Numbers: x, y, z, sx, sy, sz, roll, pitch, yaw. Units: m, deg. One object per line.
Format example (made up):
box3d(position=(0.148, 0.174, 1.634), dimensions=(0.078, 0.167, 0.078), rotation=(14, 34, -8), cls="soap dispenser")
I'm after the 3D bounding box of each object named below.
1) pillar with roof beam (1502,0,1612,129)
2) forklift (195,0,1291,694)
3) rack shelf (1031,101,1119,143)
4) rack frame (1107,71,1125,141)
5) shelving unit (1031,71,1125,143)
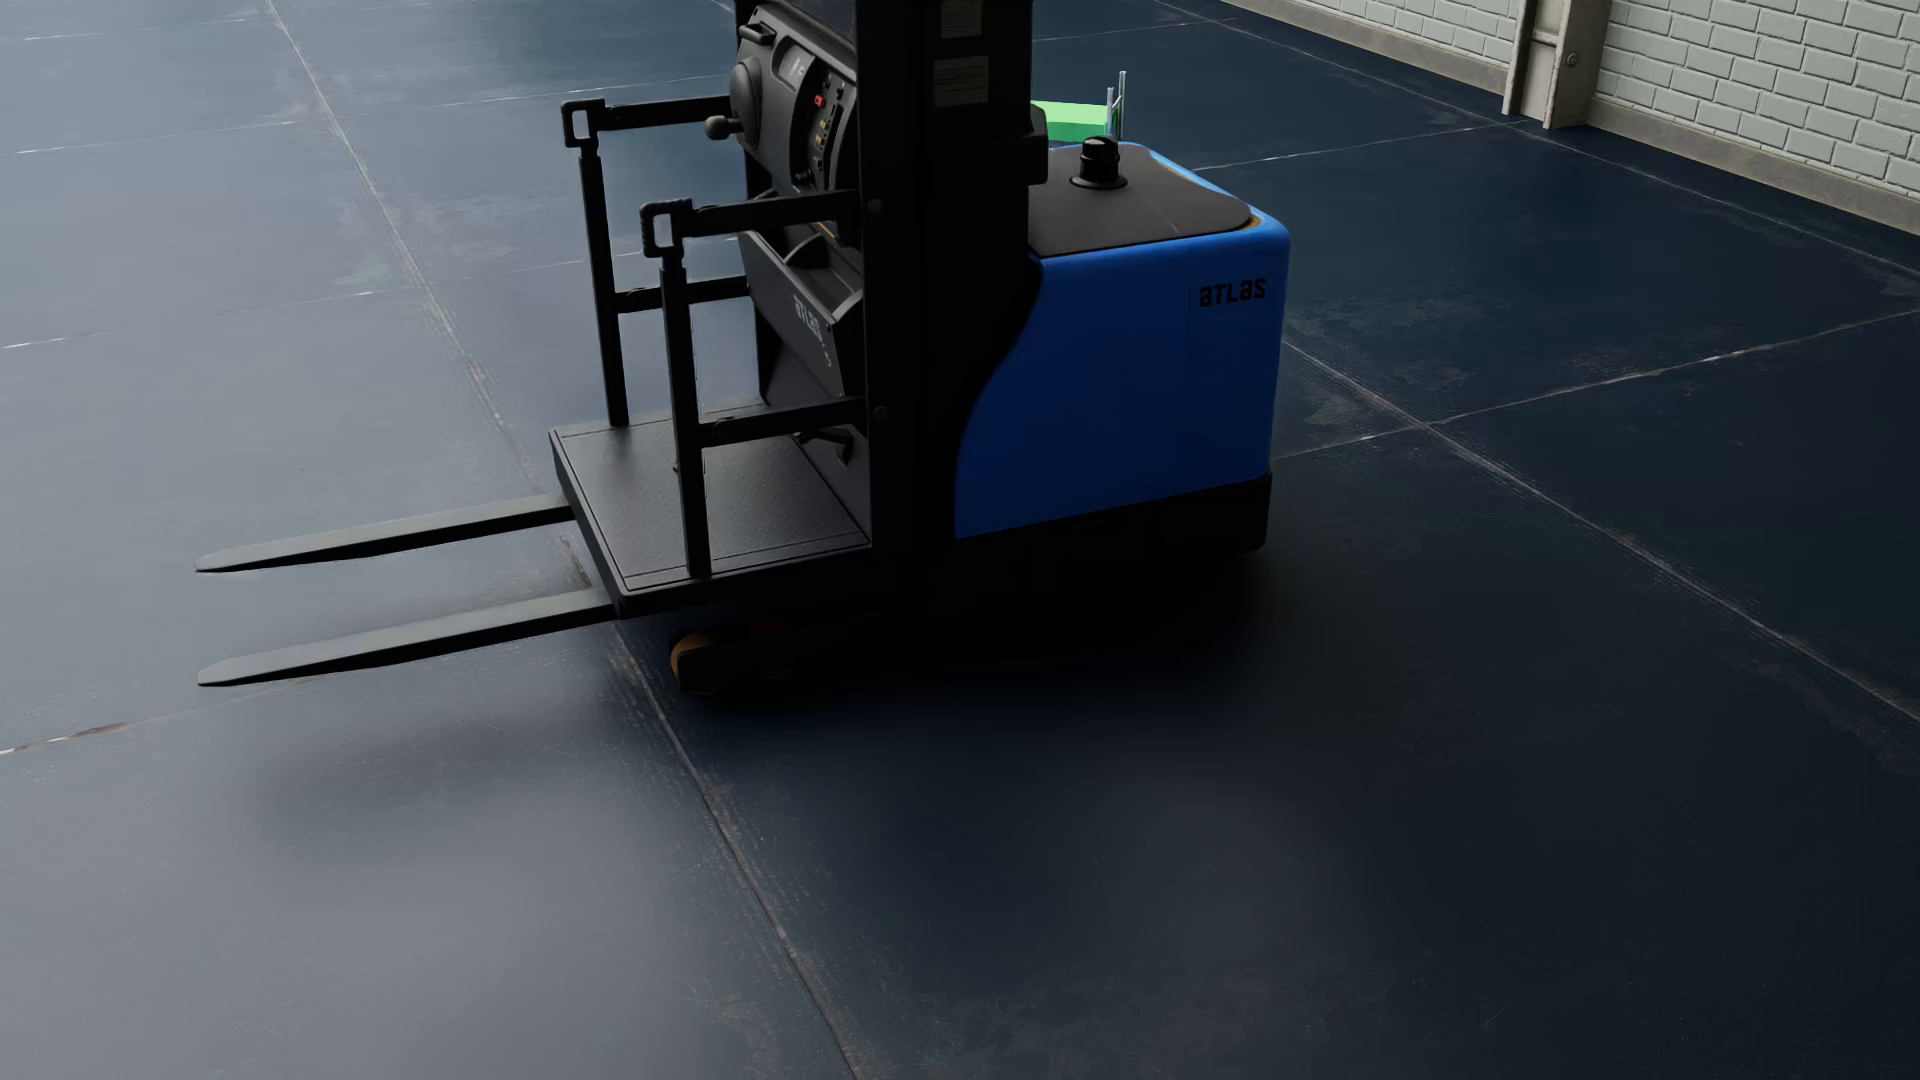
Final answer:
box3d(position=(-0.511, -5.458, 5.784), dimensions=(9.100, 9.000, 0.400), rotation=(-13, 32, -22), cls="pillar with roof beam")
box3d(position=(-0.627, -1.154, 4.311), dimensions=(3.031, 2.935, 1.130), rotation=(-11, 31, -19), cls="forklift")
box3d(position=(0.285, -1.399, 5.667), dimensions=(0.480, 0.148, 0.258), rotation=(8, 30, 13), cls="rack shelf")
box3d(position=(0.521, -1.005, 5.815), dimensions=(0.015, 1.200, 0.240), rotation=(8, 30, 13), cls="rack frame")
box3d(position=(0.285, -1.036, 5.870), dimensions=(0.503, 1.200, 0.258), rotation=(8, 30, 13), cls="shelving unit")
